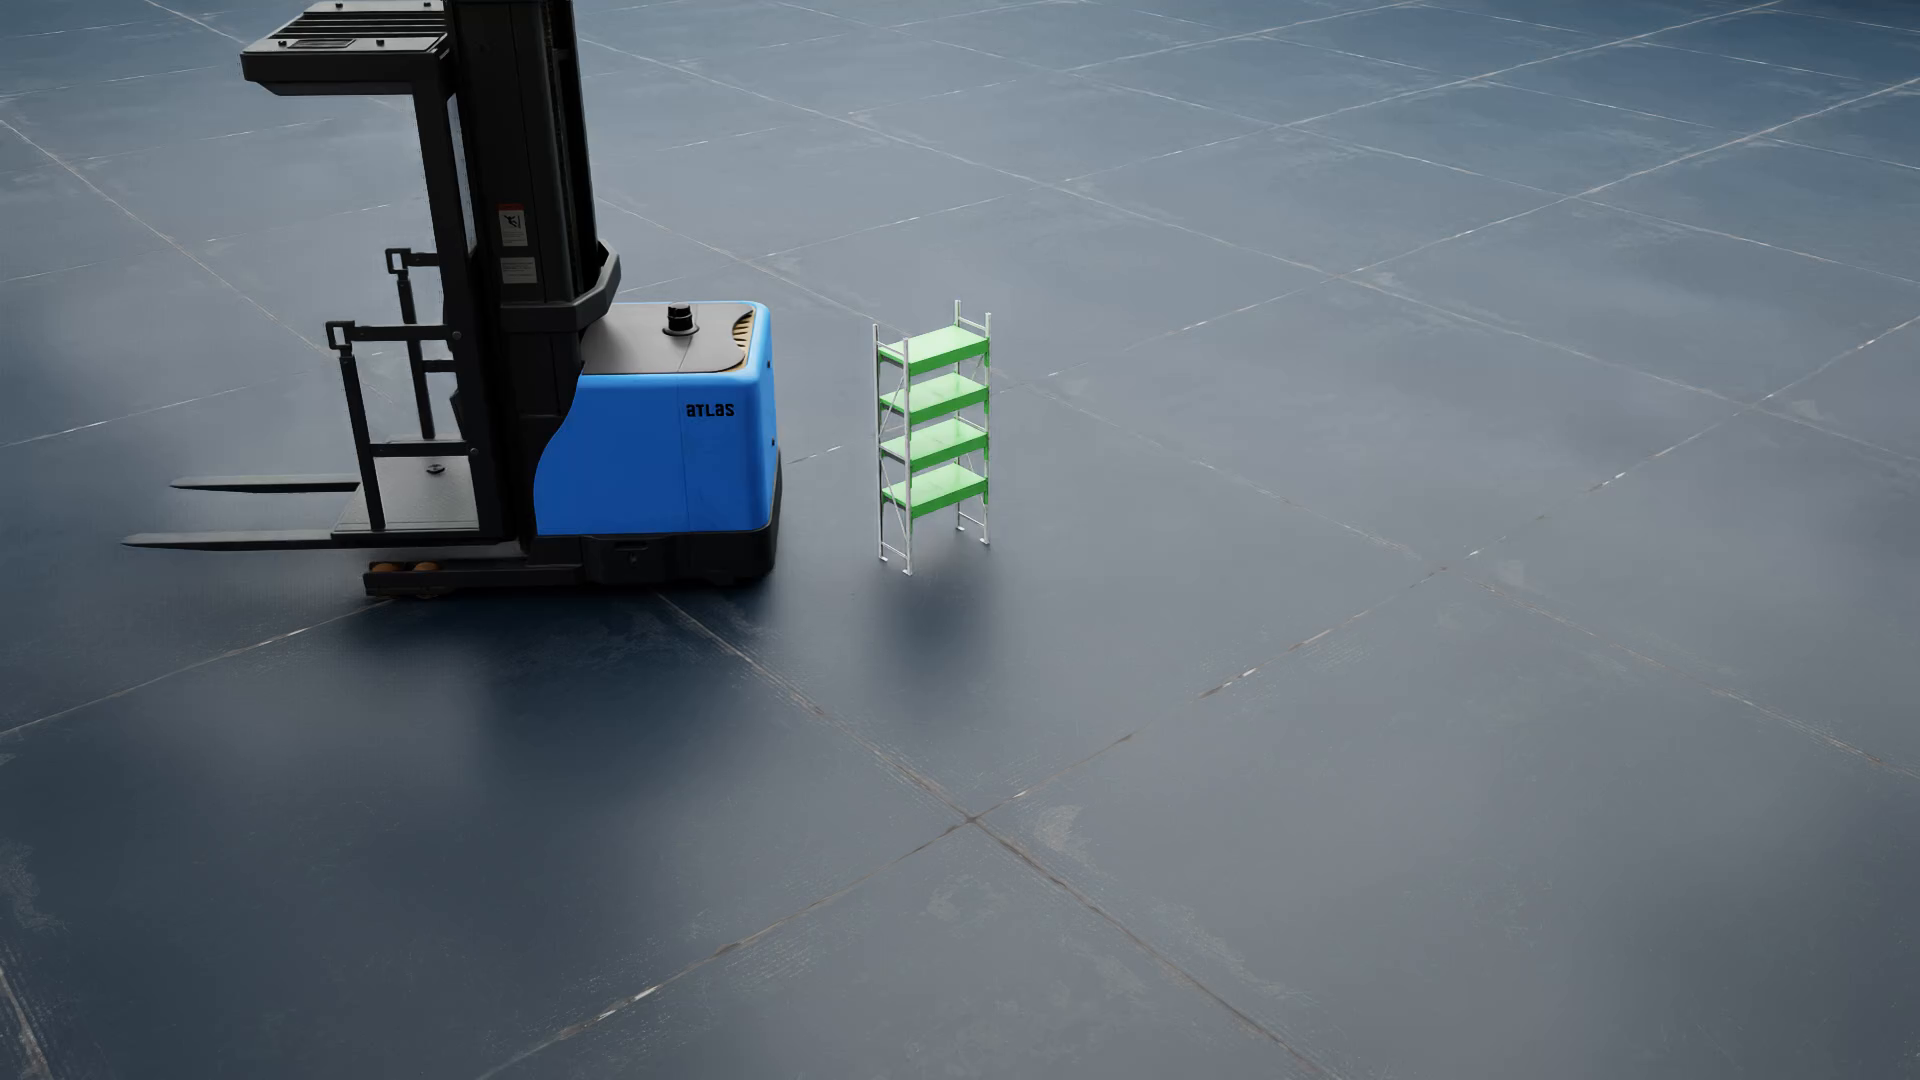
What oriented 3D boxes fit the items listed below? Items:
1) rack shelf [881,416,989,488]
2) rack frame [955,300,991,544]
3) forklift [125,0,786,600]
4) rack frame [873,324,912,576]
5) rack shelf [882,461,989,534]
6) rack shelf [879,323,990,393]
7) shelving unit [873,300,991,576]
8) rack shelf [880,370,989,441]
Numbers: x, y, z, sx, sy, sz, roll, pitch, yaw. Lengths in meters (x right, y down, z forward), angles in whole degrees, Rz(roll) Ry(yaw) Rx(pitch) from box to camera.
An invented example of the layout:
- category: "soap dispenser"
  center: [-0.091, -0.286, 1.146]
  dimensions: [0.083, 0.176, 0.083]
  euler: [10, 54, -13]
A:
- category: "rack shelf"
  center: [-0.126, -0.422, 7.903]
  dimensions: [0.480, 0.148, 0.258]
  euler: [-22, 35, -35]
- category: "rack frame"
  center: [0.060, -0.553, 8.012]
  dimensions: [0.015, 1.200, 0.240]
  euler: [-22, 35, -35]
- category: "forklift"
  center: [-2.397, -1.271, 7.519]
  dimensions: [3.031, 2.935, 1.130]
  euler: [-1, 28, -2]
- category: "rack frame"
  center: [-0.312, -0.404, 7.733]
  dimensions: [0.015, 1.200, 0.240]
  euler: [-22, 35, -35]
- category: "rack shelf"
  center: [-0.126, -0.211, 8.016]
  dimensions: [0.480, 0.148, 0.258]
  euler: [-22, 35, -35]
- category: "rack shelf"
  center: [-0.126, -0.846, 7.676]
  dimensions: [0.480, 0.148, 0.258]
  euler: [-22, 35, -35]
- category: "shelving unit"
  center: [-0.126, -0.479, 7.872]
  dimensions: [0.503, 1.200, 0.258]
  euler: [-22, 35, -35]
- category: "rack shelf"
  center: [-0.126, -0.634, 7.789]
  dimensions: [0.480, 0.148, 0.258]
  euler: [-22, 35, -35]
